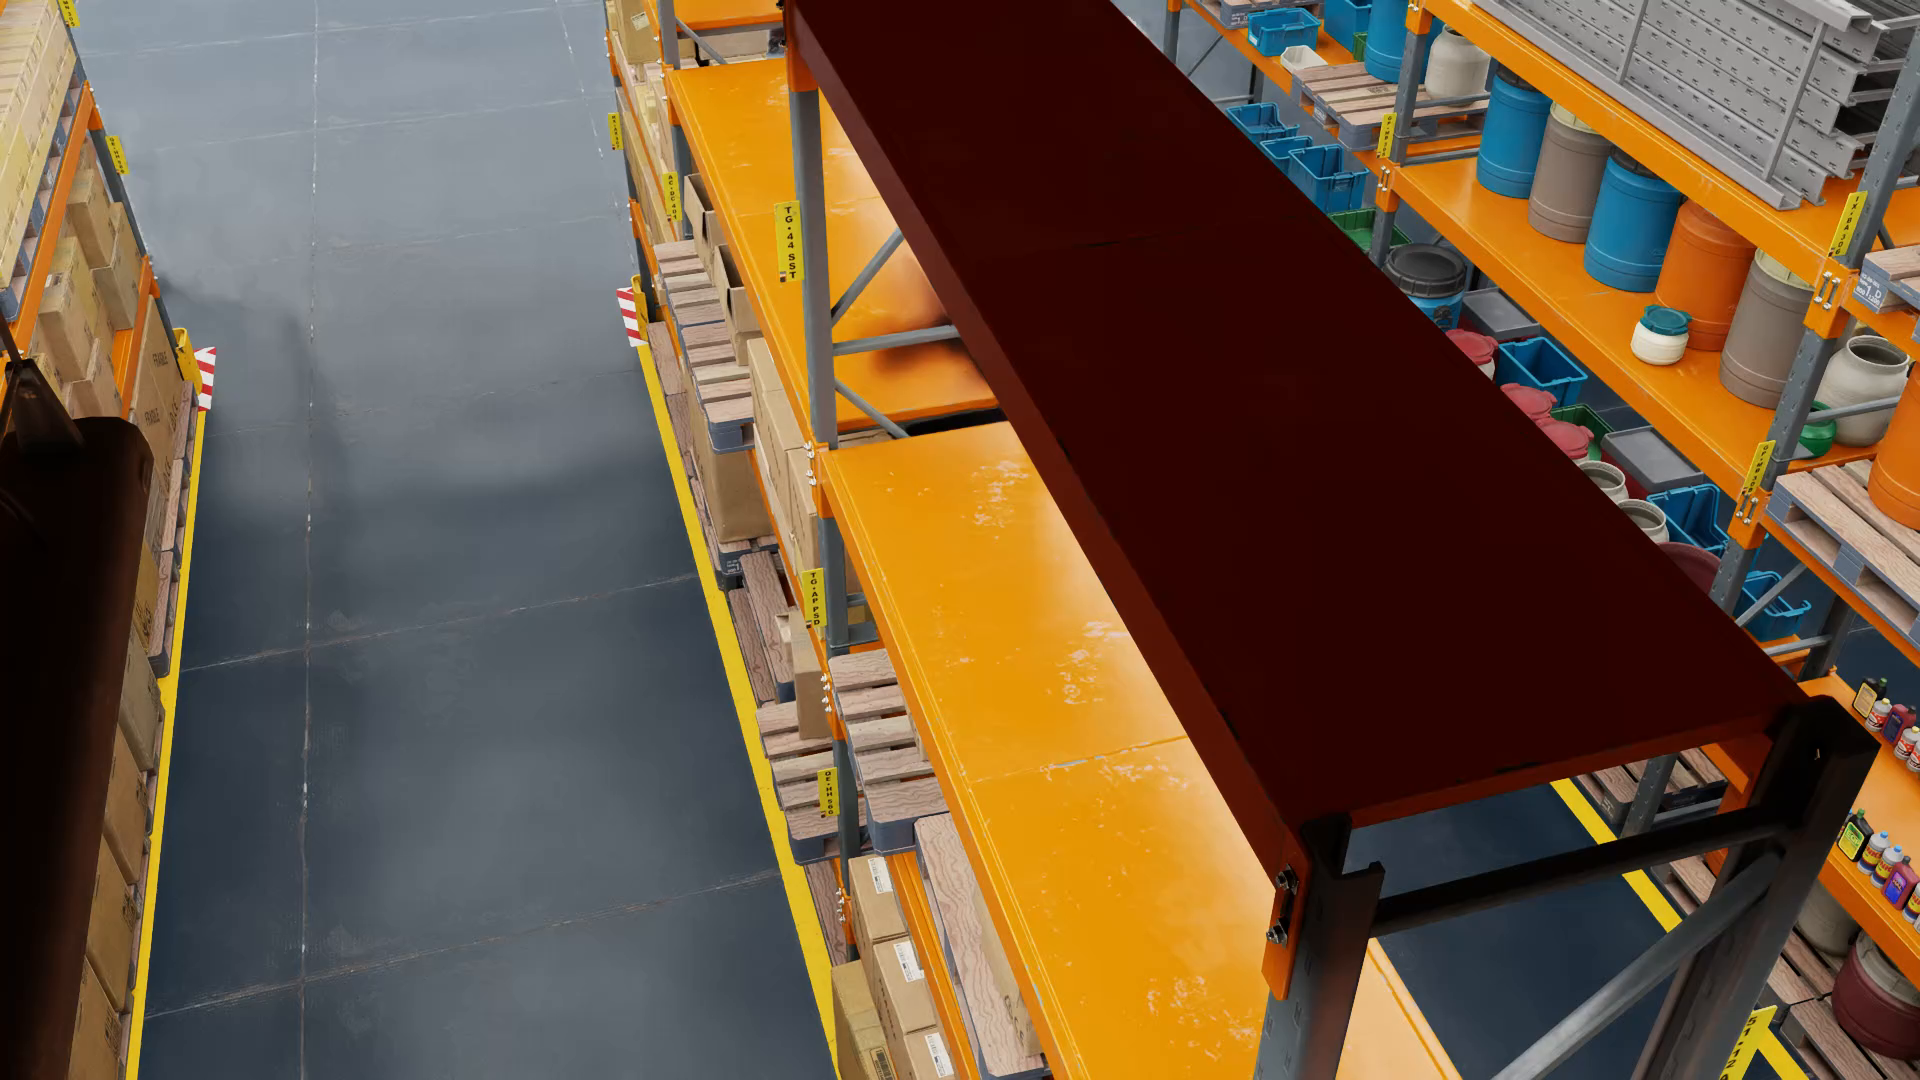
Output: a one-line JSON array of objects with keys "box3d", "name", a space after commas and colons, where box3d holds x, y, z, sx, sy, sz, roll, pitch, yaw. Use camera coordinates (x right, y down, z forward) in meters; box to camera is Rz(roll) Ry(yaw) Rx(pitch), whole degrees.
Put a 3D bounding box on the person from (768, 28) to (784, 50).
[{"box3d": [-2.056, -6.711, 19.883, 0.801, 1.755, 0.654, 3, 38, 4], "name": "person"}]
